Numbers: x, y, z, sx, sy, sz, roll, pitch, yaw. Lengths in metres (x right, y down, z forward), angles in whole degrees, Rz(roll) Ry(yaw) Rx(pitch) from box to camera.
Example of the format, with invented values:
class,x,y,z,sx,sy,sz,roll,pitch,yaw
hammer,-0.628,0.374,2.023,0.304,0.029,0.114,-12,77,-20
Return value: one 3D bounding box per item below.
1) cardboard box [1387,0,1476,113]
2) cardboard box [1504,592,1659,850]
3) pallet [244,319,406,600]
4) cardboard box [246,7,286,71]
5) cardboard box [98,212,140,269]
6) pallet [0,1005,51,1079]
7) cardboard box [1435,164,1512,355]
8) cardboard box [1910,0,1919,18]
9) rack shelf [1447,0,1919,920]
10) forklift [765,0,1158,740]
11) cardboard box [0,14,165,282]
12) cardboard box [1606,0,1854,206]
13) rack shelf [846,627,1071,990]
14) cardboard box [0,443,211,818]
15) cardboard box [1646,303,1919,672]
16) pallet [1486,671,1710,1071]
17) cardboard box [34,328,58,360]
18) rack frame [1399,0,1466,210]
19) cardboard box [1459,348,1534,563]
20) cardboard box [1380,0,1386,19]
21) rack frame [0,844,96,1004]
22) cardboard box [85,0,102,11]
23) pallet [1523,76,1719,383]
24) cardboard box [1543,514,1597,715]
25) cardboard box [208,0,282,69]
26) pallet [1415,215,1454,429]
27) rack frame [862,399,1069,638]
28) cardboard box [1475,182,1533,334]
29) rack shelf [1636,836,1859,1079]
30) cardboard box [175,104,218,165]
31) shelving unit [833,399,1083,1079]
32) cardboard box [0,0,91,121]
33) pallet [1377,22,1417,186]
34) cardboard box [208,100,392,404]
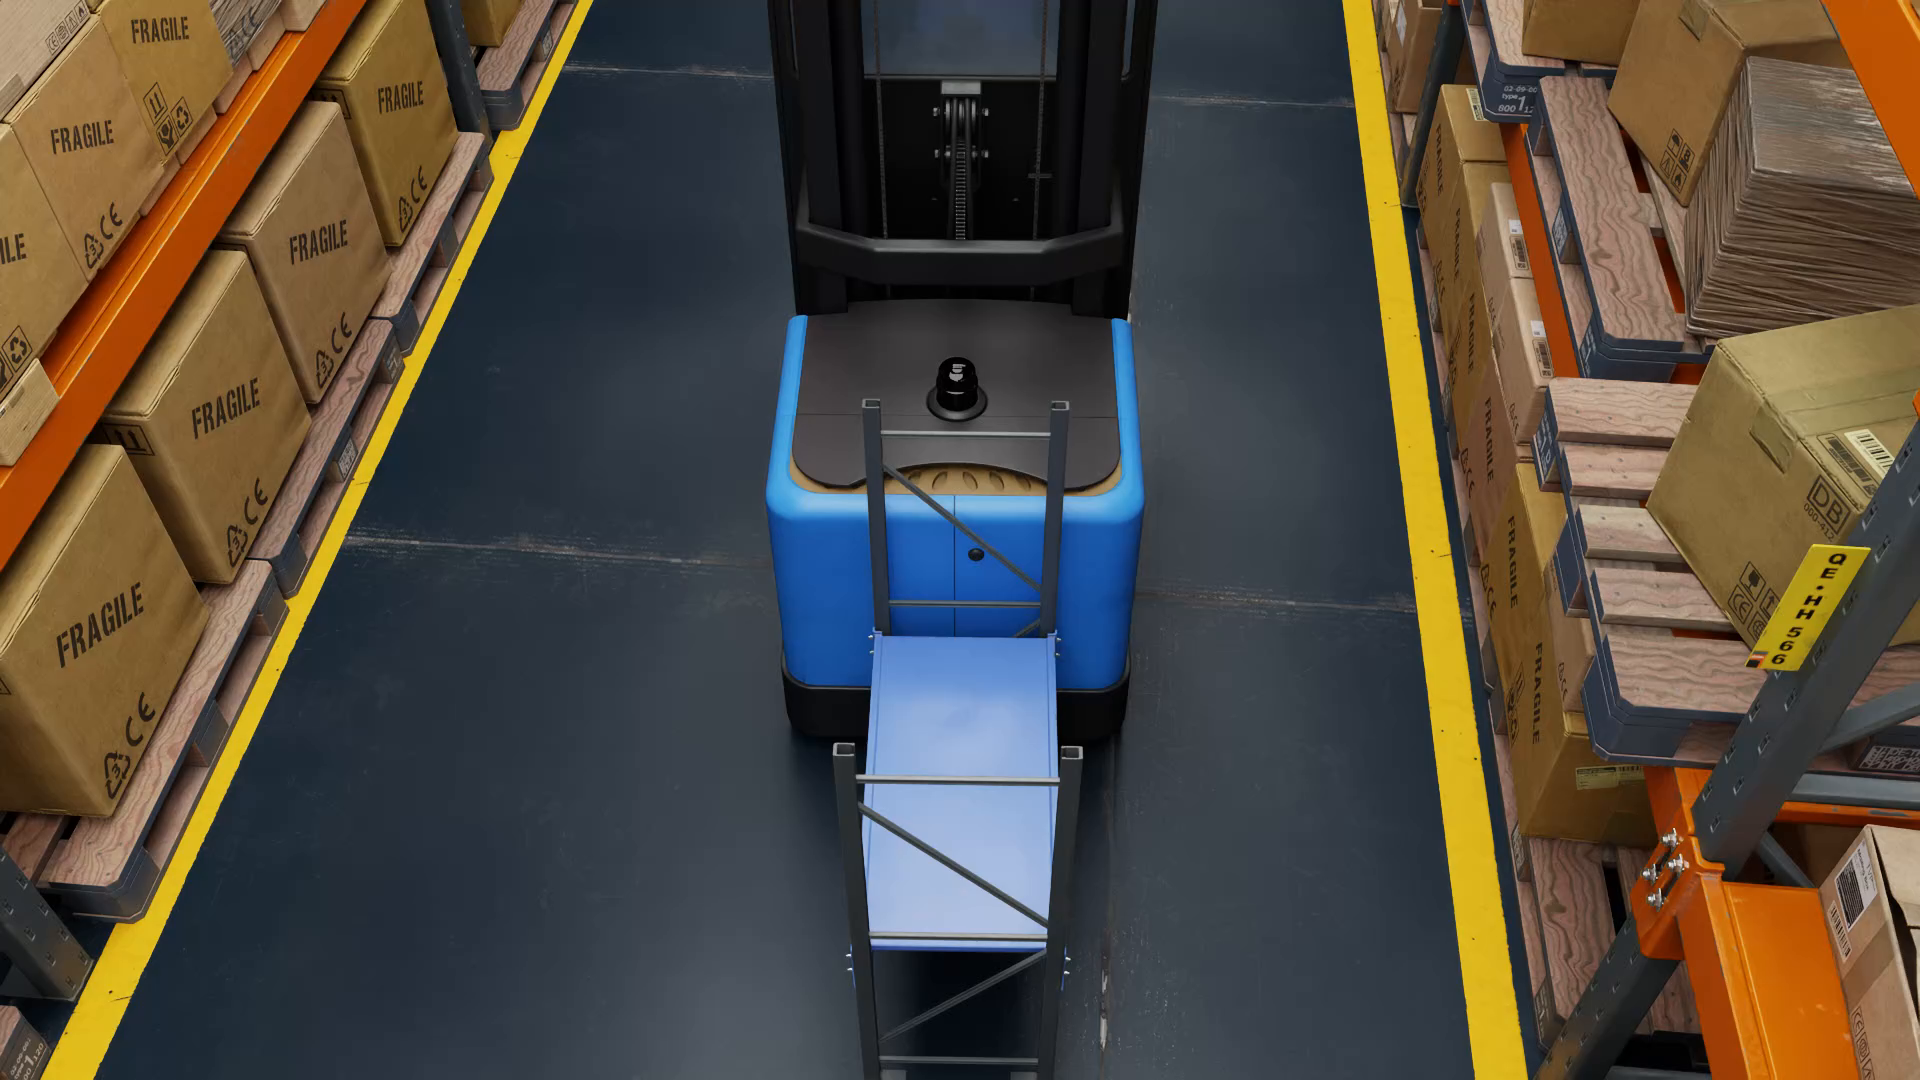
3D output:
class,x,y,z,sx,sy,sz,roll,pitch,yaw
cardboard box,2.139,-2.167,7.095,0.500,0.500,0.500,4,48,4
cardboard box,1.857,0.507,4.649,0.500,0.500,0.500,6,48,5
pallet,-2.667,-0.342,5.920,1.003,0.211,1.213,4,48,4
cardboard box,-2.434,-1.661,5.393,0.380,0.149,0.250,4,48,4
cardboard box,-2.578,-0.911,4.707,0.380,0.149,0.250,5,48,4
pallet,-3.001,1.700,4.052,1.003,0.211,1.213,4,48,4
cardboard box,2.046,-0.997,6.025,0.500,0.500,0.500,4,48,4
cardboard box,2.012,-0.854,2.397,0.910,0.500,0.500,4,48,4
rack shelf,2.188,-0.712,4.856,1.077,0.370,4.000,4,48,4
forklift,0.011,-1.451,5.090,1.130,2.935,3.031,1,48,1
cardboard box,-2.526,-1.045,4.390,0.500,0.500,0.500,4,48,3
cardboard box,2.270,-1.297,4.551,0.700,0.500,0.500,-7,48,-6
rack shelf,0.005,0.675,4.360,0.538,0.185,1.000,1,48,1
cardboard box,-2.730,0.237,4.673,0.750,0.750,0.750,3,48,3
cardboard box,1.950,-0.131,3.484,0.700,0.500,0.500,-11,48,-10
pallet,2.111,0.910,4.774,1.003,0.211,1.213,4,48,4
cardboard box,-2.627,-0.531,4.359,0.380,0.149,0.250,3,48,3
rack frame,2.370,-2.424,5.934,1.000,3.000,0.127,4,48,4
cardboard box,1.946,-0.259,5.350,0.500,0.500,0.500,2,48,2
cardboard box,2.208,-2.654,7.669,0.500,0.311,0.500,4,48,4
rack frame,-2.928,0.185,3.548,1.000,3.000,0.127,4,48,4
cardboard box,-2.500,-1.664,4.448,0.500,0.250,0.500,3,48,3
pallet,2.178,-0.849,4.624,1.003,0.211,1.213,4,48,4
cardboard box,1.858,0.213,4.410,0.500,0.250,0.500,6,48,5
cardboard box,-2.445,-1.795,5.076,0.500,0.500,0.500,4,48,4
pallet,2.333,-0.883,6.414,1.003,0.211,1.213,4,48,4
rack frame,0.014,0.179,4.570,0.500,1.500,0.032,1,48,1
cardboard box,1.992,-0.908,5.435,0.500,0.250,0.500,4,48,4
rack shelf,1.823,2.228,2.167,1.077,0.370,4.000,4,48,4
cardboard box,-2.508,-1.284,5.048,0.380,0.149,0.250,5,48,5
shelving unit,0.005,0.554,4.227,0.538,1.500,1.048,1,48,1
cardboard box,-2.540,-1.288,4.104,0.500,0.250,0.500,4,48,4
pallet,2.433,-1.988,7.425,1.003,0.211,1.213,4,48,4
cardboard box,-2.571,-1.031,5.832,0.750,0.750,0.750,5,48,5
